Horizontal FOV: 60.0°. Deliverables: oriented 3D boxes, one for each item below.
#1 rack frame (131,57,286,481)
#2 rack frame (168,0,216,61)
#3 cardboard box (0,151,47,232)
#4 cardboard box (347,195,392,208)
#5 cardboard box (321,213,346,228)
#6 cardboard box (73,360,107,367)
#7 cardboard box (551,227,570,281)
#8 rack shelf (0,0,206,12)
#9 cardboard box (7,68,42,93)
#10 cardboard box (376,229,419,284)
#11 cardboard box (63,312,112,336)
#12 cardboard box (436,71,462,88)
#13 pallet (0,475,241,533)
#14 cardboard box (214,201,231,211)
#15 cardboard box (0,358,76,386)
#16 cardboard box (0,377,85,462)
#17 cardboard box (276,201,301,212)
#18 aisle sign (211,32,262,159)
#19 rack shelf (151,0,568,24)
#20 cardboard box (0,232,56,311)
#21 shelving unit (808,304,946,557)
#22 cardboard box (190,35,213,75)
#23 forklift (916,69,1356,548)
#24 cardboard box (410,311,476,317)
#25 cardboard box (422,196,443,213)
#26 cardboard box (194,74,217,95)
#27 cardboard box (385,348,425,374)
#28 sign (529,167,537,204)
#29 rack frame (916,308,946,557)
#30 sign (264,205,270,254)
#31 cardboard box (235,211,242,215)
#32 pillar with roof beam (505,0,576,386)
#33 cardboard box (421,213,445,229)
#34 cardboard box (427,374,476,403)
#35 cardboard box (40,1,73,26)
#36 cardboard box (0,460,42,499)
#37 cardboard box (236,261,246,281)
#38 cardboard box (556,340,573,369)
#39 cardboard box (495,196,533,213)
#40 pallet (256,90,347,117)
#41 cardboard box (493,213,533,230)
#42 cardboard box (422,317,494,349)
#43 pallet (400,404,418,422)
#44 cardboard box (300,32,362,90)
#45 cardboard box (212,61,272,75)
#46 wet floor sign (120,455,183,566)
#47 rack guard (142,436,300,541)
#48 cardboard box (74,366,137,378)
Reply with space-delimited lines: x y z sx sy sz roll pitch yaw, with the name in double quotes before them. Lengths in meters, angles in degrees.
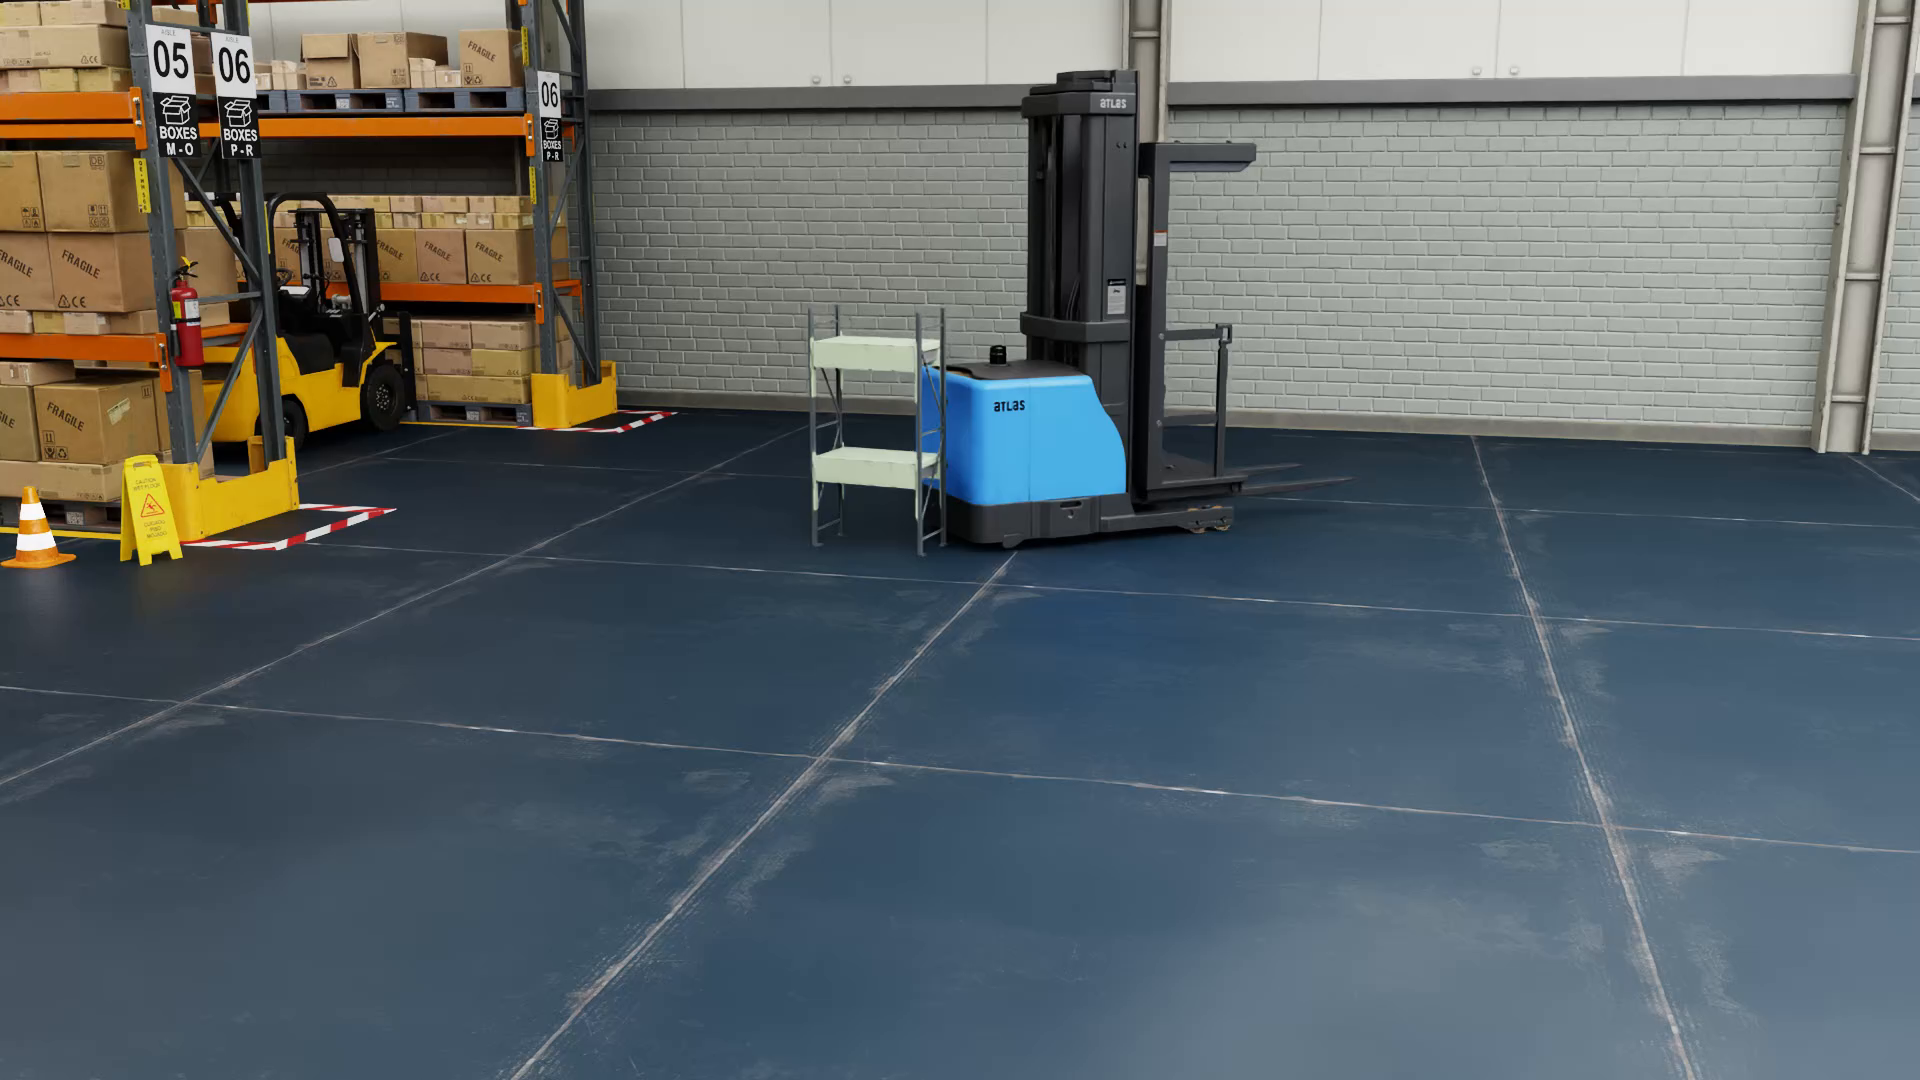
"rack frame" -4.886 -1.580 10.931 0.127 3.000 1.000 3 13 14
"rack frame" -7.584 -5.761 15.922 0.127 3.000 1.000 3 13 14
"cardboard box" -5.924 -2.271 10.818 0.500 0.500 0.700 3 13 14
"cardboard box" -5.590 -3.188 15.760 0.250 0.149 0.380 3 13 14
"cardboard box" -5.841 -3.041 15.787 0.250 0.149 0.380 3 13 12
"cardboard box" -8.845 -1.944 17.084 0.625 0.625 0.875 3 13 13
"cardboard box" -4.115 -2.757 16.005 0.500 0.500 0.500 3 13 15
"rack shelf" -9.526 -5.318 16.511 4.000 0.370 1.077 3 13 14
"cardboard box" -5.799 -2.909 10.573 0.250 0.149 0.380 3 13 15
"cardboard box" -5.241 -2.699 15.742 0.500 0.500 0.500 3 13 12
"cardboard box" -5.573 -1.422 10.797 0.250 0.149 0.380 3 13 13
"cardboard box" -4.578 -4.199 15.188 0.250 0.149 0.380 3 13 12
"pallet" -5.741 -0.272 11.474 1.213 0.211 1.003 3 13 14
"cardboard box" -7.066 -3.273 16.144 0.250 0.149 0.380 3 13 14
"cardboard box" -6.099 -1.117 10.994 0.250 0.149 0.380 3 13 15
"cardboard box" -6.234 -0.822 11.161 0.500 0.500 0.500 4 13 16
"cardboard box" -6.337 -3.215 15.884 0.250 0.149 0.380 3 13 13
"aisle sign" -4.752 -2.911 10.929 0.004 0.787 0.394 3 13 14
"rack shelf" -5.643 -5.110 15.576 4.000 0.370 1.077 3 13 14
"cardboard box" -5.964 -1.771 10.875 0.500 0.500 0.500 3 13 14
"shelving unit" -0.512 -0.697 10.412 0.755 1.500 0.431 5 14 23
"cardboard box" -5.311 -3.199 10.960 0.500 0.250 0.500 3 13 13
"forklift" 1.257 -1.571 11.049 3.031 2.935 1.130 -6 14 -24
"cardboard box" -5.091 -2.093 16.313 0.500 0.250 0.500 3 13 13
"cardboard box" -4.830 -3.152 15.600 0.250 0.149 0.380 3 13 14
"cardboard box" -5.131 -3.007 11.019 0.250 0.149 0.380 3 13 14
"cardboard box" -5.239 -1.741 15.881 0.500 0.250 0.500 3 13 12
"sign" -3.844 -3.192 14.974 0.005 0.325 0.100 3 13 14
"rack frame" -0.175 -0.666 10.272 0.023 1.500 0.400 5 14 23
"sign" -4.757 -2.117 11.351 0.005 0.325 0.100 3 13 14
"cardboard box" -6.826 -3.105 16.074 0.250 0.149 0.380 3 13 13
"pillar with roof beam" -5.192 -4.873 11.923 0.400 9.000 9.100 3 13 14
"cardboard box" -4.835 -2.997 15.590 0.250 0.149 0.380 3 13 13
"cardboard box" -4.713 -1.473 15.825 0.500 0.250 0.500 3 13 14
"cardboard box" -5.527 -3.288 10.443 0.250 0.149 0.380 3 13 15
"cardboard box" -6.237 -0.457 11.246 0.500 0.250 0.500 3 13 14
"cardboard box" -6.706 -2.779 16.104 0.500 0.500 0.500 3 13 15
"cardboard box" -4.108 -1.799 16.141 0.500 0.250 0.500 3 13 15
"cardboard box" -4.099 -3.109 15.407 0.250 0.149 0.380 3 13 14
"pallet" -6.750 -4.214 16.082 1.213 0.211 1.003 3 13 14
"cardboard box" -4.105 -2.949 15.371 0.250 0.149 0.380 3 13 14
"cardboard box" -4.720 -1.959 15.706 0.500 0.250 0.500 3 13 15
"pallet" -5.634 -1.358 16.365 1.213 0.211 1.003 3 13 14
"cardboard box" -5.718 -4.477 15.624 0.637 0.503 0.797 3 13 15
"cardboard box" -6.835 -4.412 15.775 0.500 0.311 0.500 3 13 15
"wet floor sign" -4.958 -0.196 10.127 0.232 0.644 0.267 8 15 33
"rack guard" -4.960 -0.364 11.219 0.348 0.500 1.175 3 13 14
"cardboard box" -6.135 -0.936 11.676 0.500 0.500 0.500 3 13 11
